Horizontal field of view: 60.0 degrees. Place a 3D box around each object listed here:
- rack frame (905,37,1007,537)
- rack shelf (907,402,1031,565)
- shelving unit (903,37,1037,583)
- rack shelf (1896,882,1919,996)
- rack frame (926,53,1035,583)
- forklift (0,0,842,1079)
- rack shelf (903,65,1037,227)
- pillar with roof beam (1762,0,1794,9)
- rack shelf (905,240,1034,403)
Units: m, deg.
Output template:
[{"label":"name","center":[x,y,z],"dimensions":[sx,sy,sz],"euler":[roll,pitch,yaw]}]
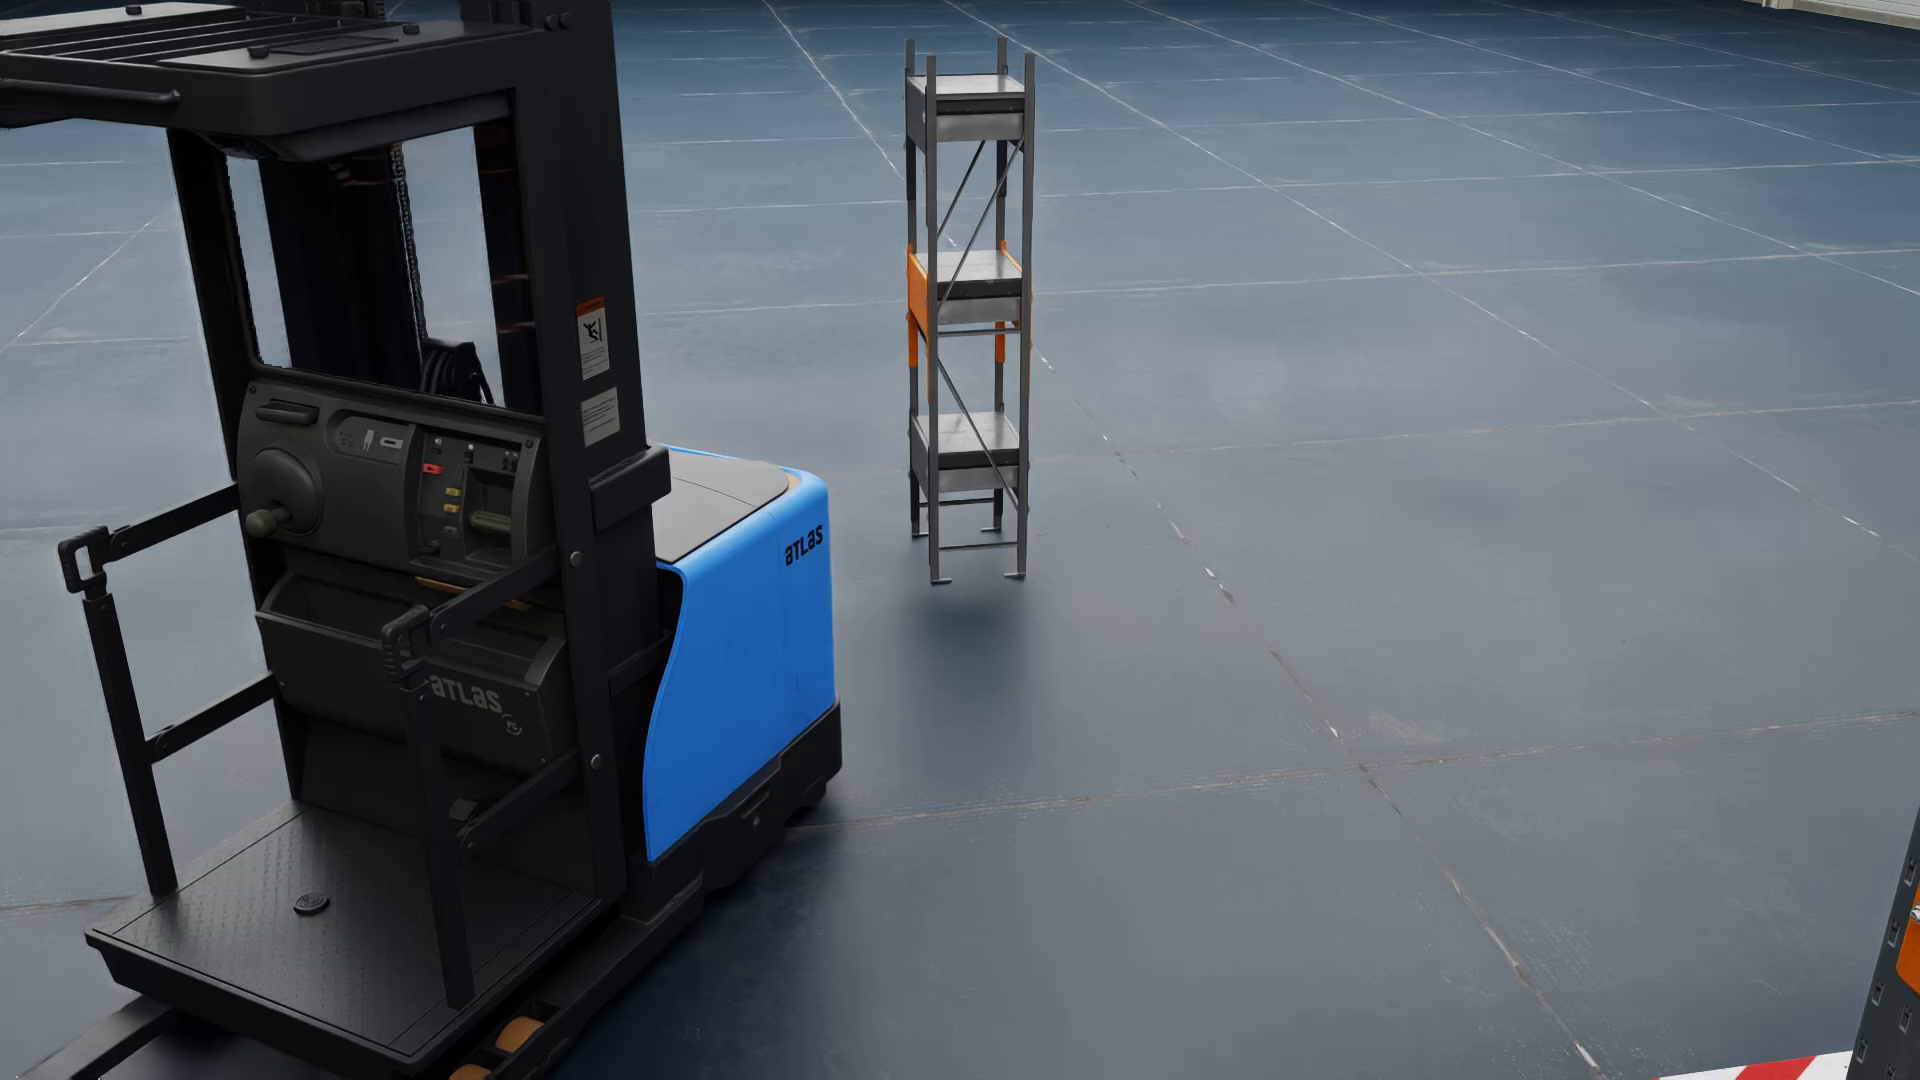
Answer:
[{"label":"rack frame","center":[-0.015,-0.993,6.900],"dimensions":[0.400,2.100,0.015],"euler":[-4,24,-10]},{"label":"rack shelf","center":[0.031,-0.243,6.966],"dimensions":[0.431,0.518,0.480],"euler":[-4,24,-10]},{"label":"shelving unit","center":[0.031,-0.897,6.681],"dimensions":[0.431,2.100,0.503],"euler":[-4,24,-10]},{"label":"rack shelf","center":[2.586,1.373,1.258],"dimensions":[1.077,0.370,4.000],"euler":[-4,24,-10]},{"label":"rack frame","center":[0.076,-0.801,6.461],"dimensions":[0.400,2.100,0.015],"euler":[-4,24,-10]},{"label":"forklift","center":[-1.489,-0.117,3.857],"dimensions":[1.130,2.935,3.031],"euler":[11,26,24]},{"label":"rack shelf","center":[0.031,-1.526,6.406],"dimensions":[0.431,0.518,0.480],"euler":[-4,24,-10]},{"label":"pillar with roof beam","center":[9.130,-12.503,24.634],"dimensions":[9.100,9.000,0.400],"euler":[-4,24,-10]},{"label":"rack shelf","center":[0.031,-0.885,6.686],"dimensions":[0.431,0.518,0.480],"euler":[-4,24,-10]}]
